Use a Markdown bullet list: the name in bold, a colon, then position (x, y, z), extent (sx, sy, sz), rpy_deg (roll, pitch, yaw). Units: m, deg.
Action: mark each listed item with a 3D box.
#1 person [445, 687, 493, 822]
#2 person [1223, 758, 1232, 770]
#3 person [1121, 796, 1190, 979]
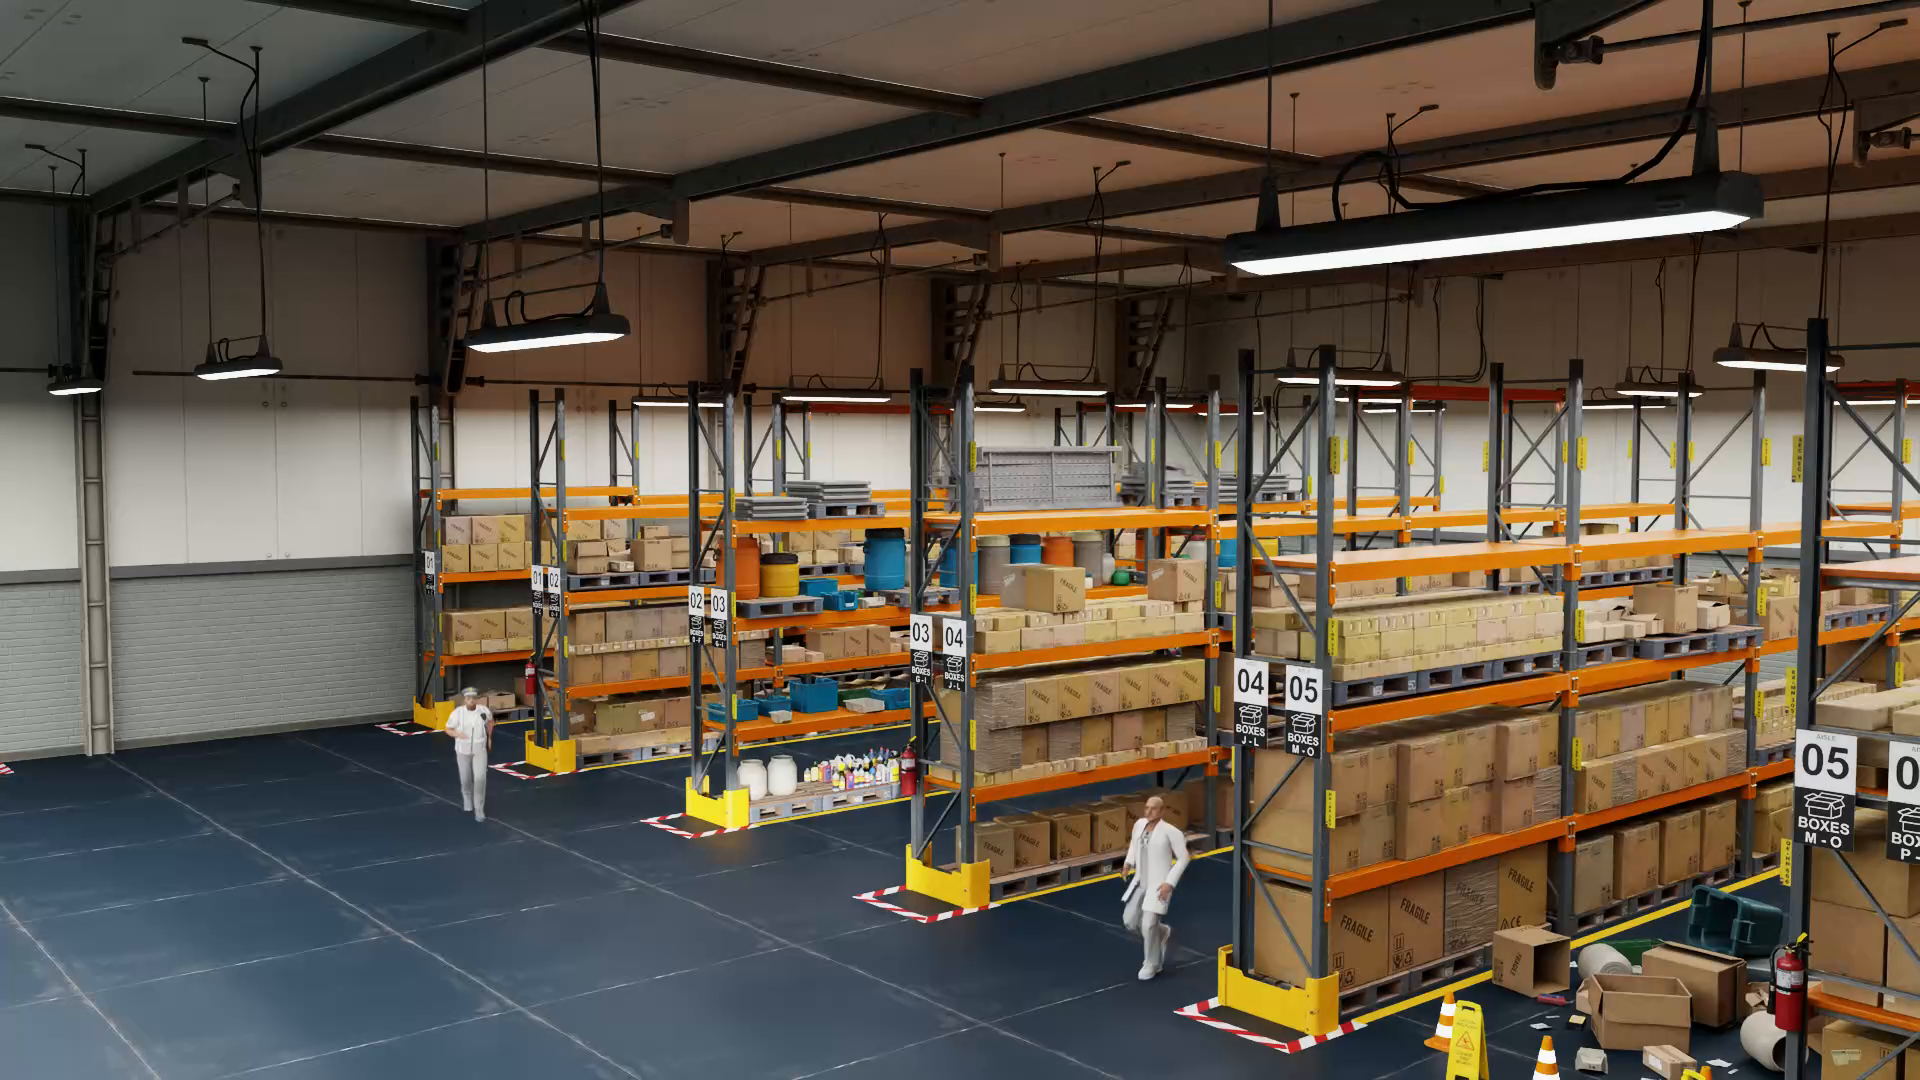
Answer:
- **person**: position (-6.756, 2.913, 22.944), extent (0.647, 1.803, 0.930), rpy_deg (-1, 4, -18)
- **person**: position (4.434, 2.756, 26.427), extent (0.604, 1.662, 0.901), rpy_deg (3, 5, 42)
- **person**: position (1.872, 3.352, 16.143), extent (0.579, 1.745, 0.745), rpy_deg (-3, 5, -42)
